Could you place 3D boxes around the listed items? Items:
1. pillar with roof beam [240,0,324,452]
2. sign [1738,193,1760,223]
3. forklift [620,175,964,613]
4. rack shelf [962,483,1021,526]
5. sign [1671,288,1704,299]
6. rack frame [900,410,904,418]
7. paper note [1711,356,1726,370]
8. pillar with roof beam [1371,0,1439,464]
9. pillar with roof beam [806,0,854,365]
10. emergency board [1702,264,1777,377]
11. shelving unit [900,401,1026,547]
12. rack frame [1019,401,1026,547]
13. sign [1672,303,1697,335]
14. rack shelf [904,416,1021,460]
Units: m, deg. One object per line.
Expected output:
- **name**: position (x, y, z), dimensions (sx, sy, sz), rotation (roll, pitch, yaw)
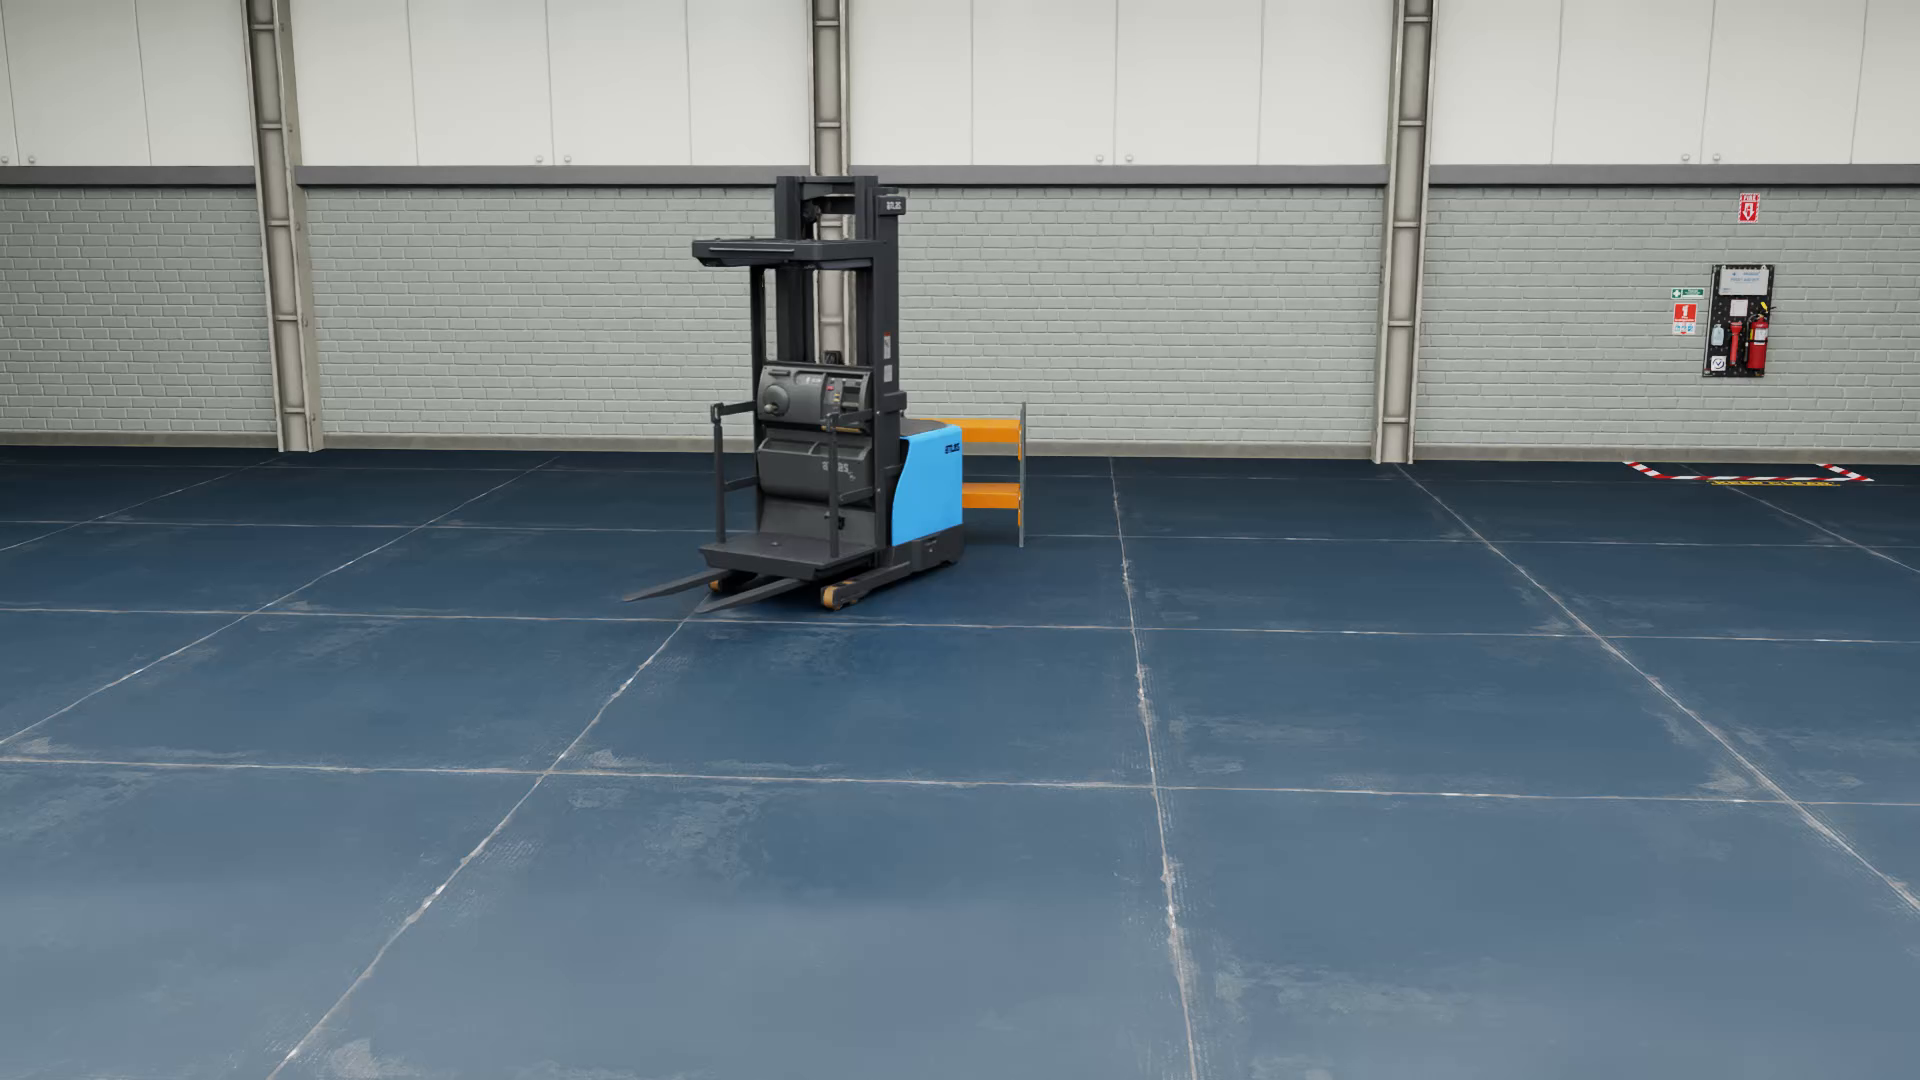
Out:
- **pillar with roof beam**: position (-7.643, -4.532, 13.457), dimensions (0.400, 9.000, 9.100), rotation (1, 12, 4)
- **sign**: position (8.140, -3.426, 17.158), dimensions (0.199, 0.298, 0.001), rotation (1, 12, 4)
- **forklift**: position (-1.153, -1.060, 11.675), dimensions (1.130, 2.935, 3.031), rotation (7, 14, 30)
- **rack shelf**: position (0.007, -0.311, 13.703), dimensions (1.000, 0.278, 0.538), rotation (1, 12, 4)
- **sign**: position (7.600, -2.574, 17.367), dimensions (0.331, 0.109, 0.001), rotation (1, 12, 4)
- **rack frame**: position (-0.500, -0.557, 13.686), dimensions (0.032, 1.125, 0.500), rotation (1, 12, 4)
- **paper note**: position (7.969, -1.856, 17.466), dimensions (0.142, 0.148, 0.016), rotation (1, 12, 4)
- **pillar with roof beam**: position (4.330, -4.368, 12.672), dimensions (0.400, 9.000, 9.100), rotation (1, 12, 4)
- **pillar with roof beam**: position (-1.656, -4.450, 13.065), dimensions (0.400, 9.000, 9.100), rotation (1, 12, 4)
- **emergency board**: position (8.141, -2.271, 17.297), dimensions (0.643, 1.169, 0.194), rotation (1, 12, 4)
- **shelving unit**: position (0.007, -0.550, 13.652), dimensions (1.048, 1.125, 0.538), rotation (1, 12, 4)
- **rack frame**: position (0.514, -0.544, 13.619), dimensions (0.032, 1.125, 0.500), rotation (1, 12, 4)
- **sign**: position (7.596, -2.317, 17.431), dimensions (0.234, 0.329, 0.001), rotation (1, 12, 4)
- **rack shelf**: position (0.007, -0.837, 13.593), dimensions (1.000, 0.278, 0.538), rotation (1, 12, 4)
